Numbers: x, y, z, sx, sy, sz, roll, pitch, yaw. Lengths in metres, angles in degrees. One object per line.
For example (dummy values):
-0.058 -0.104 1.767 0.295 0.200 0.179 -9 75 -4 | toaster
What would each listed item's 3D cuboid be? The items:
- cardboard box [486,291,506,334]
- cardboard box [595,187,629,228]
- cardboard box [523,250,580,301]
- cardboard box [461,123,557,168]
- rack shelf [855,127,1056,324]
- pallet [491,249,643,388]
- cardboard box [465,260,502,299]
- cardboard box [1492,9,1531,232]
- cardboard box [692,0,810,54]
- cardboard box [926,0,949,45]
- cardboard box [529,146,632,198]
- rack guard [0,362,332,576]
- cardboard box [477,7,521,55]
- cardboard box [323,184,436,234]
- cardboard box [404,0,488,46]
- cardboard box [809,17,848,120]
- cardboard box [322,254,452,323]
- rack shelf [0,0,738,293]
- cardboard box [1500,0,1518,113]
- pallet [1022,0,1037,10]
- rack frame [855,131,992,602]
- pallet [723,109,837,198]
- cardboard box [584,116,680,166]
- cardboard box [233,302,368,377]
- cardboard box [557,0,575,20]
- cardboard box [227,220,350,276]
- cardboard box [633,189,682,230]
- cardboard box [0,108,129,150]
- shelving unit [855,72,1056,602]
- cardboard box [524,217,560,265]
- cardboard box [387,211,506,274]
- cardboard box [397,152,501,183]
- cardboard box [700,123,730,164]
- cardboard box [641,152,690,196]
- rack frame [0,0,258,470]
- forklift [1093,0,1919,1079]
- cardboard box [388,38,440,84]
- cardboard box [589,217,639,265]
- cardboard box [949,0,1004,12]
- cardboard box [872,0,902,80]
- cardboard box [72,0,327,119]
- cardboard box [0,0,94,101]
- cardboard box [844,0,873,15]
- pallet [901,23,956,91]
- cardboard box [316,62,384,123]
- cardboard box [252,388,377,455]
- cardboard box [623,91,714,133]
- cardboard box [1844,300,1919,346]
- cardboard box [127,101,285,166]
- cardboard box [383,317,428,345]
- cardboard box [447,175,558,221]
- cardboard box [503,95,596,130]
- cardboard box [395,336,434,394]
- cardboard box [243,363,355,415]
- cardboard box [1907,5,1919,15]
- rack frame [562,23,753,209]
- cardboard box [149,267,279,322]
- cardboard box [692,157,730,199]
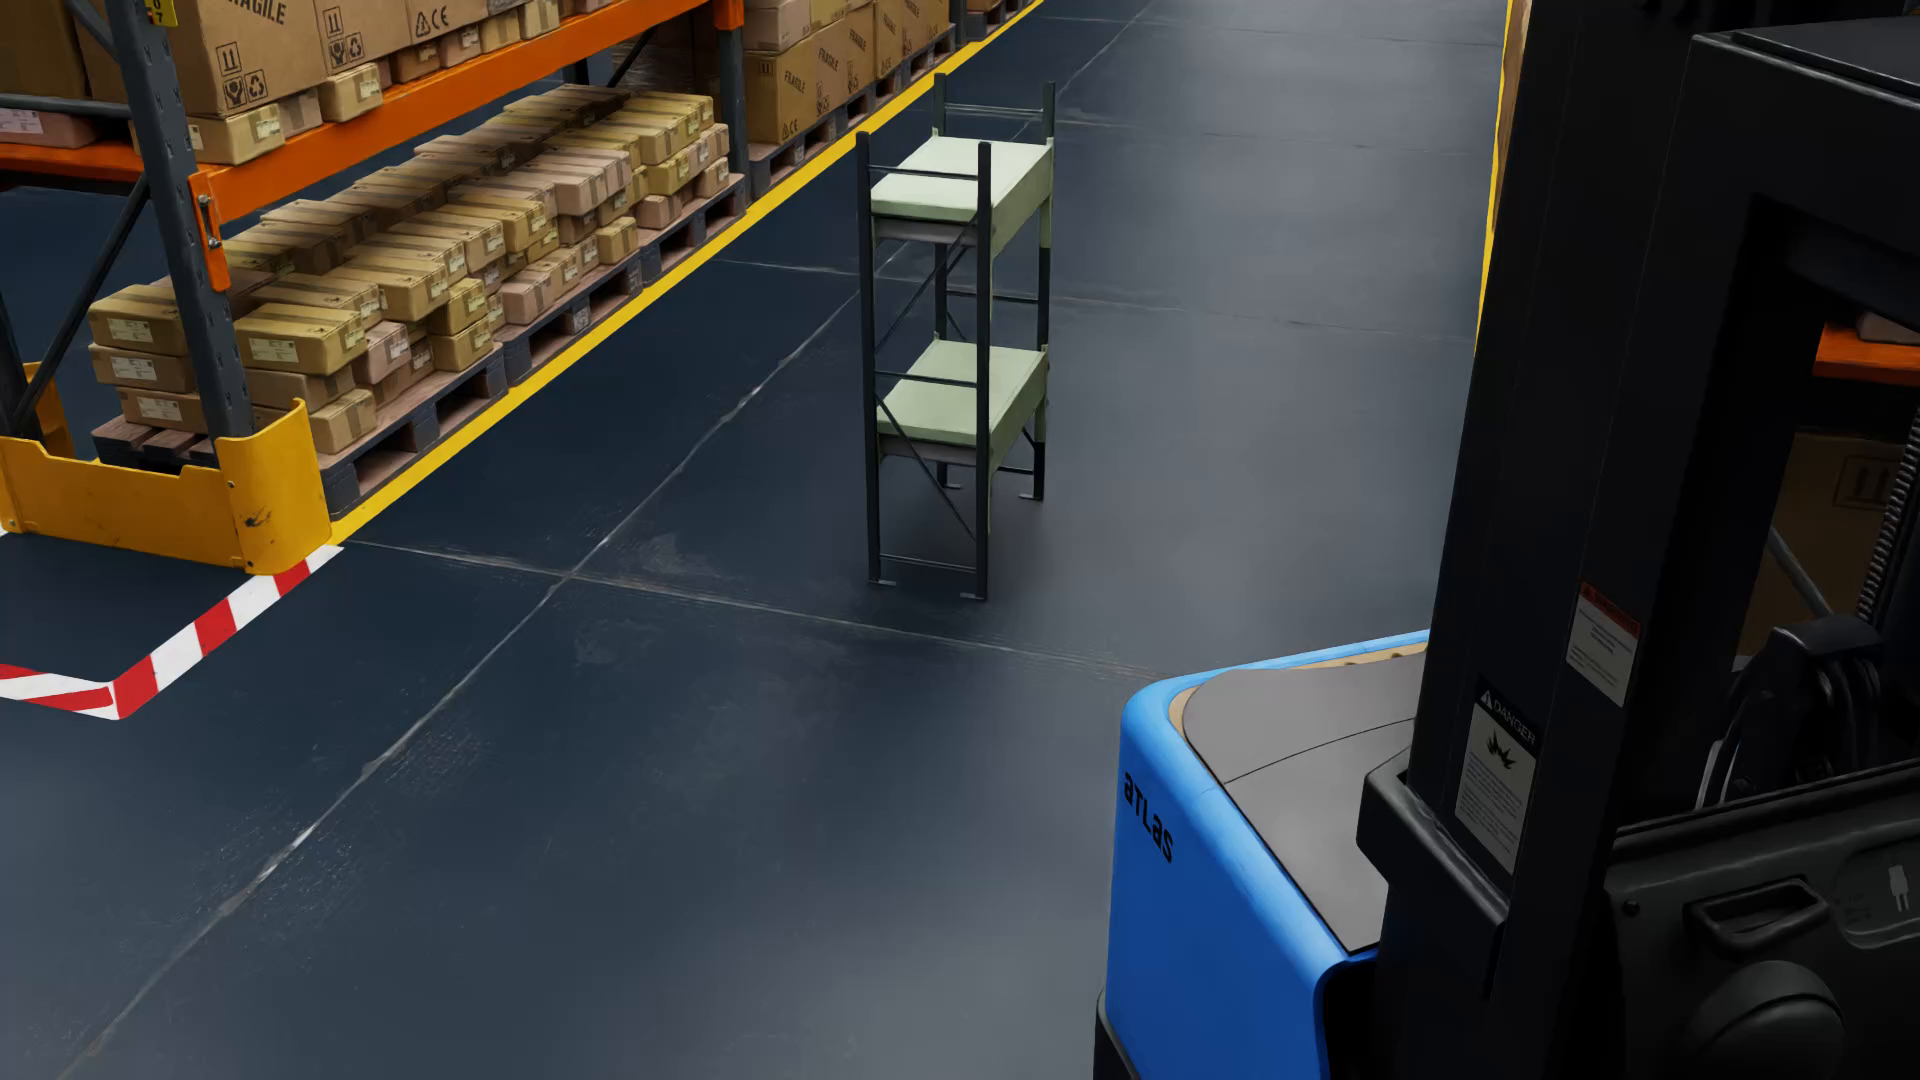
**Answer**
-2.107 -0.931 6.839 0.380 0.149 0.250 9 30 15 | cardboard box
-1.763 -1.567 7.677 0.380 0.149 0.250 9 30 16 | cardboard box
-1.895 -1.167 7.263 0.380 0.149 0.250 9 30 15 | cardboard box
-2.140 -1.868 7.912 0.380 0.149 0.250 8 30 14 | cardboard box
0.002 -1.000 5.201 0.431 0.370 0.720 8 30 15 | rack shelf
-2.141 -1.065 7.448 1.003 0.211 1.213 8 30 15 | pallet
-2.109 -1.072 6.786 0.380 0.149 0.250 7 30 12 | cardboard box
3.259 -1.970 7.960 1.225 0.875 0.875 9 30 15 | cardboard box
-1.152 -2.894 9.235 0.500 0.250 0.500 7 30 13 | cardboard box
-0.391 -3.777 11.593 0.500 0.500 0.500 8 30 15 | cardboard box
-1.722 -1.675 7.565 0.380 0.149 0.250 7 30 12 | cardboard box
-2.773 -0.254 5.692 1.175 0.500 0.348 8 30 15 | rack guard
-1.978 -2.037 6.585 0.380 0.149 0.250 10 30 17 | cardboard box
-2.454 -1.389 7.049 0.380 0.149 0.250 7 30 13 | cardboard box
-2.111 -2.132 6.088 0.500 0.500 0.500 9 30 16 | cardboard box
-0.997 -2.813 9.860 0.500 0.500 0.500 10 31 17 | cardboard box
-2.155 -0.948 6.257 0.380 0.149 0.250 8 30 15 | cardboard box
-2.209 -1.926 6.867 1.077 0.370 4.000 8 30 15 | rack shelf
3.773 -2.798 9.448 1.225 0.875 0.875 9 30 15 | cardboard box
0.216 -4.731 14.037 1.003 0.211 1.213 8 30 15 | pallet
-0.105 -0.488 5.085 0.400 1.500 0.023 8 30 15 | rack frame
-1.394 -2.313 9.691 1.003 0.211 1.213 8 30 15 | pallet
-1.580 -1.924 8.012 0.380 0.149 0.250 8 30 14 | cardboard box
-2.317 -0.704 5.818 0.380 0.149 0.250 7 30 13 | cardboard box
-1.865 -2.286 7.031 0.380 0.149 0.250 8 30 14 | cardboard box
-2.663 -1.149 6.619 0.380 0.149 0.250 7 30 13 | cardboard box
-1.583 -1.636 8.106 0.380 0.149 0.250 7 30 13 | cardboard box
-2.970 -1.393 5.427 0.380 0.149 0.250 9 30 15 | cardboard box
0.002 -0.659 5.391 0.431 1.500 0.755 8 30 15 | shelving unit
-1.980 -1.328 7.246 0.380 0.149 0.250 10 31 17 | cardboard box
-2.071 -1.202 6.714 0.380 0.149 0.250 10 31 17 | cardboard box
-2.294 -1.623 7.471 0.380 0.149 0.250 7 30 13 | cardboard box
-1.410 -2.046 8.537 0.380 0.149 0.250 9 30 16 | cardboard box
-1.539 -1.791 8.079 0.380 0.149 0.250 7 30 13 | cardboard box
-2.796 -1.311 5.021 1.000 3.000 0.127 8 30 15 | rack frame
1.221 0.533 1.777 1.130 2.935 3.031 -9 30 -16 | forklift
-2.174 -1.809 6.175 0.380 0.149 0.250 8 30 14 | cardboard box
-1.715 -1.396 7.674 0.380 0.149 0.250 8 30 15 | cardboard box
-0.183 -4.499 12.635 1.050 0.750 0.750 8 30 14 | cardboard box
-0.686 -3.288 10.714 0.500 0.500 0.500 7 30 13 | cardboard box
-2.400 -1.654 5.229 0.500 0.500 0.500 10 31 17 | cardboard box
-2.910 -1.730 5.366 0.500 0.500 0.500 9 30 16 | cardboard box
-0.844 -3.379 10.106 0.500 0.250 0.500 10 31 17 | cardboard box
-0.678 -3.447 11.730 1.003 0.211 1.213 8 30 15 | pallet
-2.222 -1.547 5.703 0.380 0.149 0.250 8 30 13 | cardboard box
-2.336 -0.446 5.968 0.380 0.149 0.250 9 30 16 | cardboard box
-1.477 -2.165 8.445 0.380 0.149 0.250 9 30 16 | cardboard box
2.336 -0.564 3.937 0.380 0.149 0.250 9 30 15 | cardboard box
-2.387 -1.305 5.269 0.380 0.149 0.250 8 30 14 | cardboard box
-2.275 -0.831 6.353 0.380 0.149 0.250 9 30 16 | cardboard box
-1.967 -1.449 7.157 0.380 0.149 0.250 9 30 15 | cardboard box
-2.058 -2.117 8.359 0.380 0.149 0.250 10 31 17 | cardboard box
-2.271 -0.696 6.417 0.380 0.149 0.250 9 30 15 | cardboard box
-2.396 -0.586 5.912 0.380 0.149 0.250 10 31 17 | cardboard box
2.462 -1.365 4.196 0.500 0.500 0.500 8 30 14 | cardboard box
-1.621 -3.170 8.363 1.000 3.000 0.127 8 30 15 | rack frame
-2.754 -0.899 6.170 0.380 0.149 0.250 9 30 16 | cardboard box
-1.411 -1.877 8.539 0.380 0.149 0.250 9 30 16 | cardboard box
